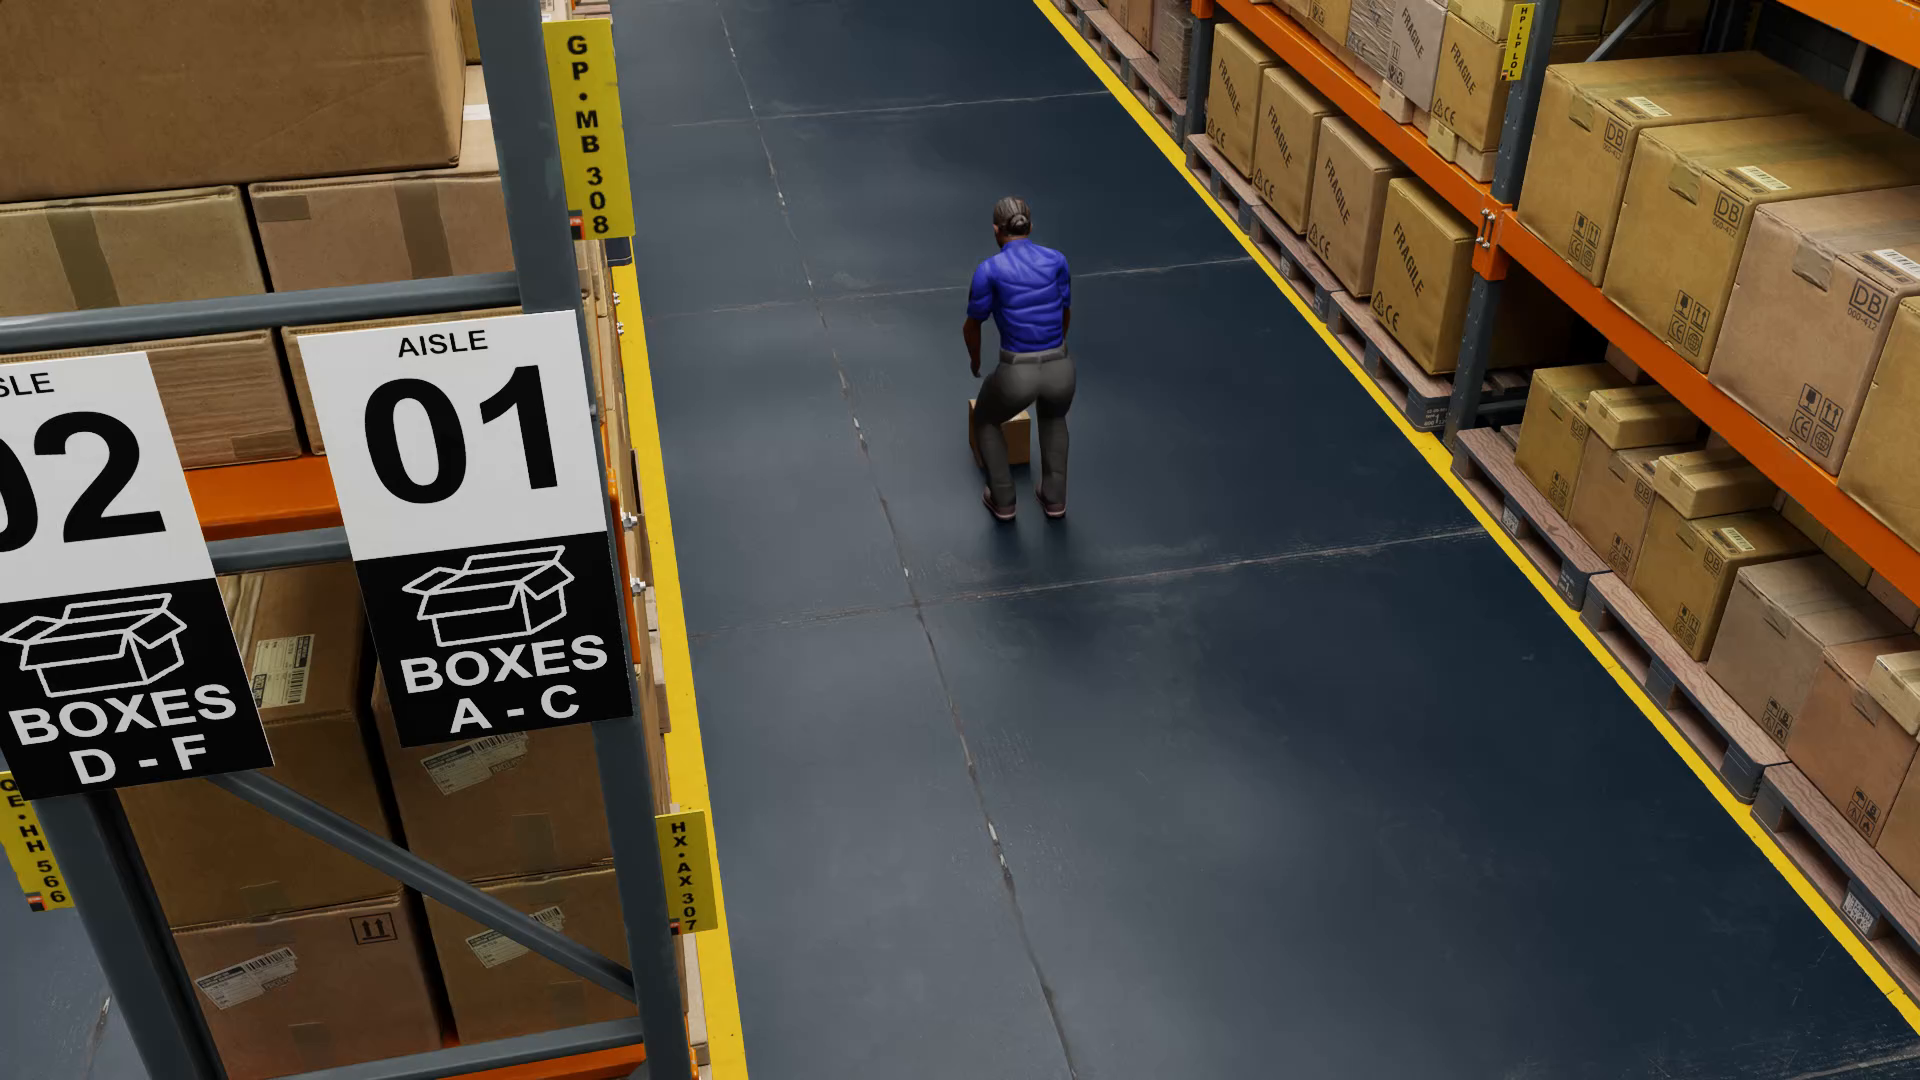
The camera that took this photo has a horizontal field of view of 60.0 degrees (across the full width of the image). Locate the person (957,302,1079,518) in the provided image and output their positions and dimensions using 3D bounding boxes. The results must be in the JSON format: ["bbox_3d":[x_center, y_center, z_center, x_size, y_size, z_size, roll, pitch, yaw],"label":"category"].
[{"bbox_3d":[0.262,-0.579,7.701,0.480,0.860,0.820,-7,35,-10],"label":"person"}]
